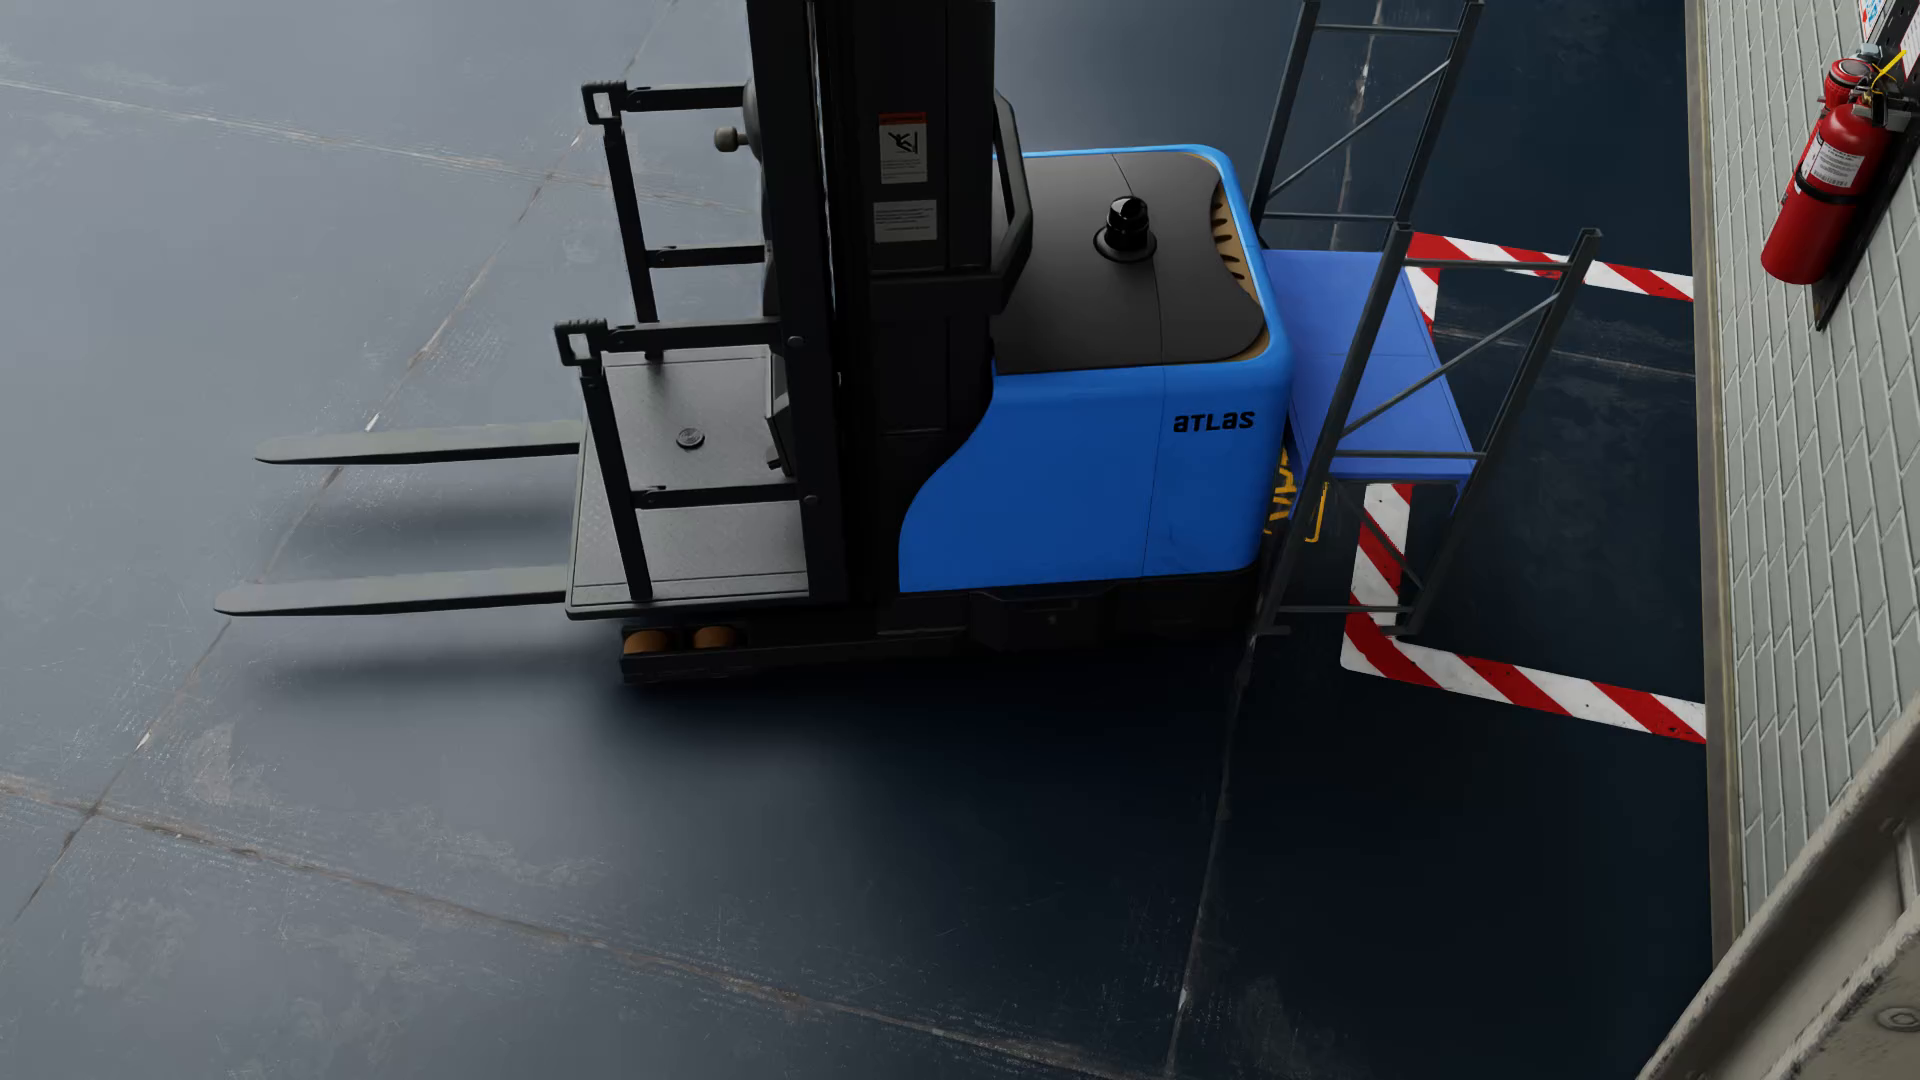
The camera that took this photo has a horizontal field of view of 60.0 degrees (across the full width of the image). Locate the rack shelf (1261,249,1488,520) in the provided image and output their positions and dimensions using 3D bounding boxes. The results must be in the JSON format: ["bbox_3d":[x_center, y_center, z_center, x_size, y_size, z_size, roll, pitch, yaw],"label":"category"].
[{"bbox_3d":[1.141,-0.486,4.893,0.538,0.185,1.000,1,48,-6],"label":"rack shelf"}]

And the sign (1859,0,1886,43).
[{"bbox_3d":[2.574,-1.584,4.624,0.001,0.329,0.234,12,50,10],"label":"sign"}]

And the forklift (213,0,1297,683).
[{"bbox_3d":[-0.665,-0.967,4.149,3.031,2.935,1.130,-4,49,-3],"label":"forklift"}]

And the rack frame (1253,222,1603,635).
[{"bbox_3d":[1.189,-0.225,4.423,0.500,1.500,0.032,1,48,-6],"label":"rack frame"}]

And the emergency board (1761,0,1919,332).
[{"bbox_3d":[2.329,-1.193,4.302,0.194,1.169,0.643,12,50,10],"label":"emergency board"}]

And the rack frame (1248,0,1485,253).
[{"bbox_3d":[1.124,-0.986,5.095,0.500,1.500,0.032,1,48,-6],"label":"rack frame"}]

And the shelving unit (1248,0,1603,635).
[{"bbox_3d":[1.157,-0.605,4.759,0.538,1.500,1.048,1,48,-6],"label":"shelving unit"}]
